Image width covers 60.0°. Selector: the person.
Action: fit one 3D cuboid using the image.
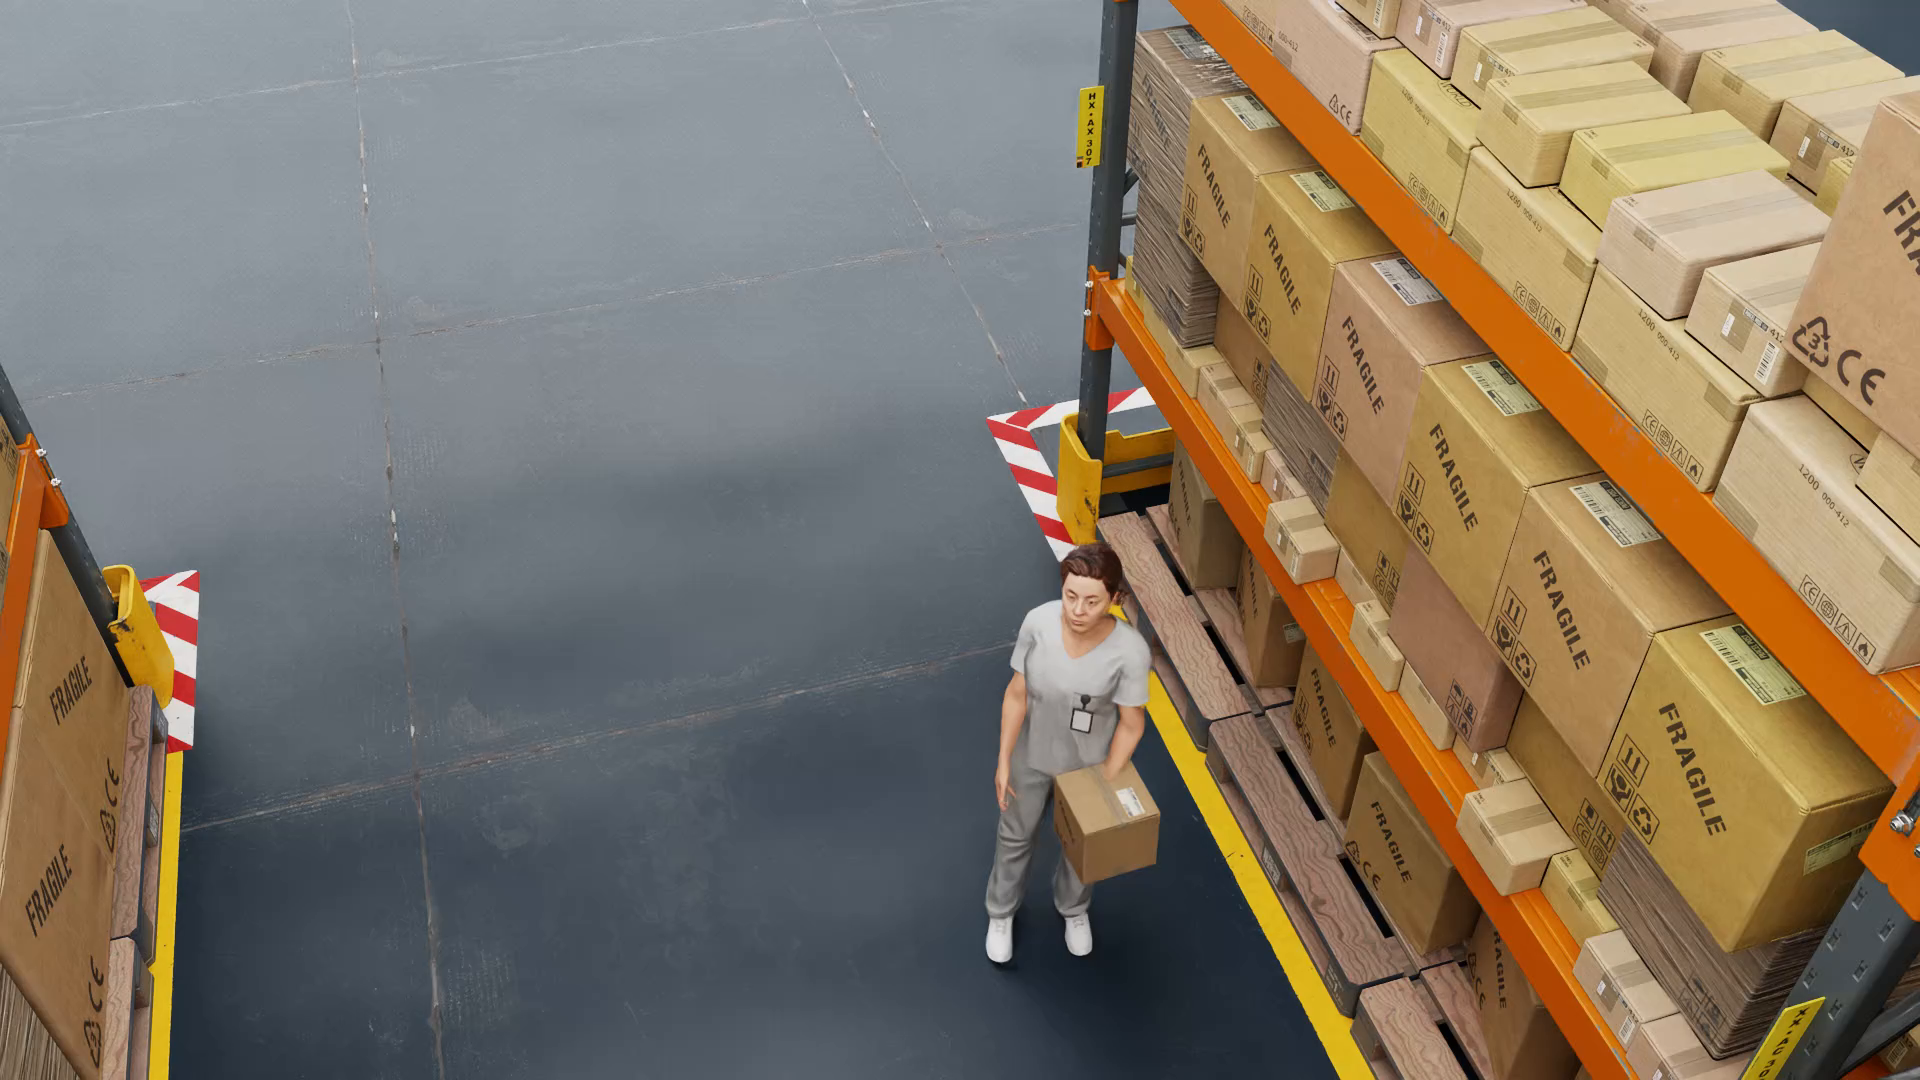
[{"bbox_3d":[0.337,0.729,5.356,0.487,1.673,0.530,14,44,15],"label":"person"}]
